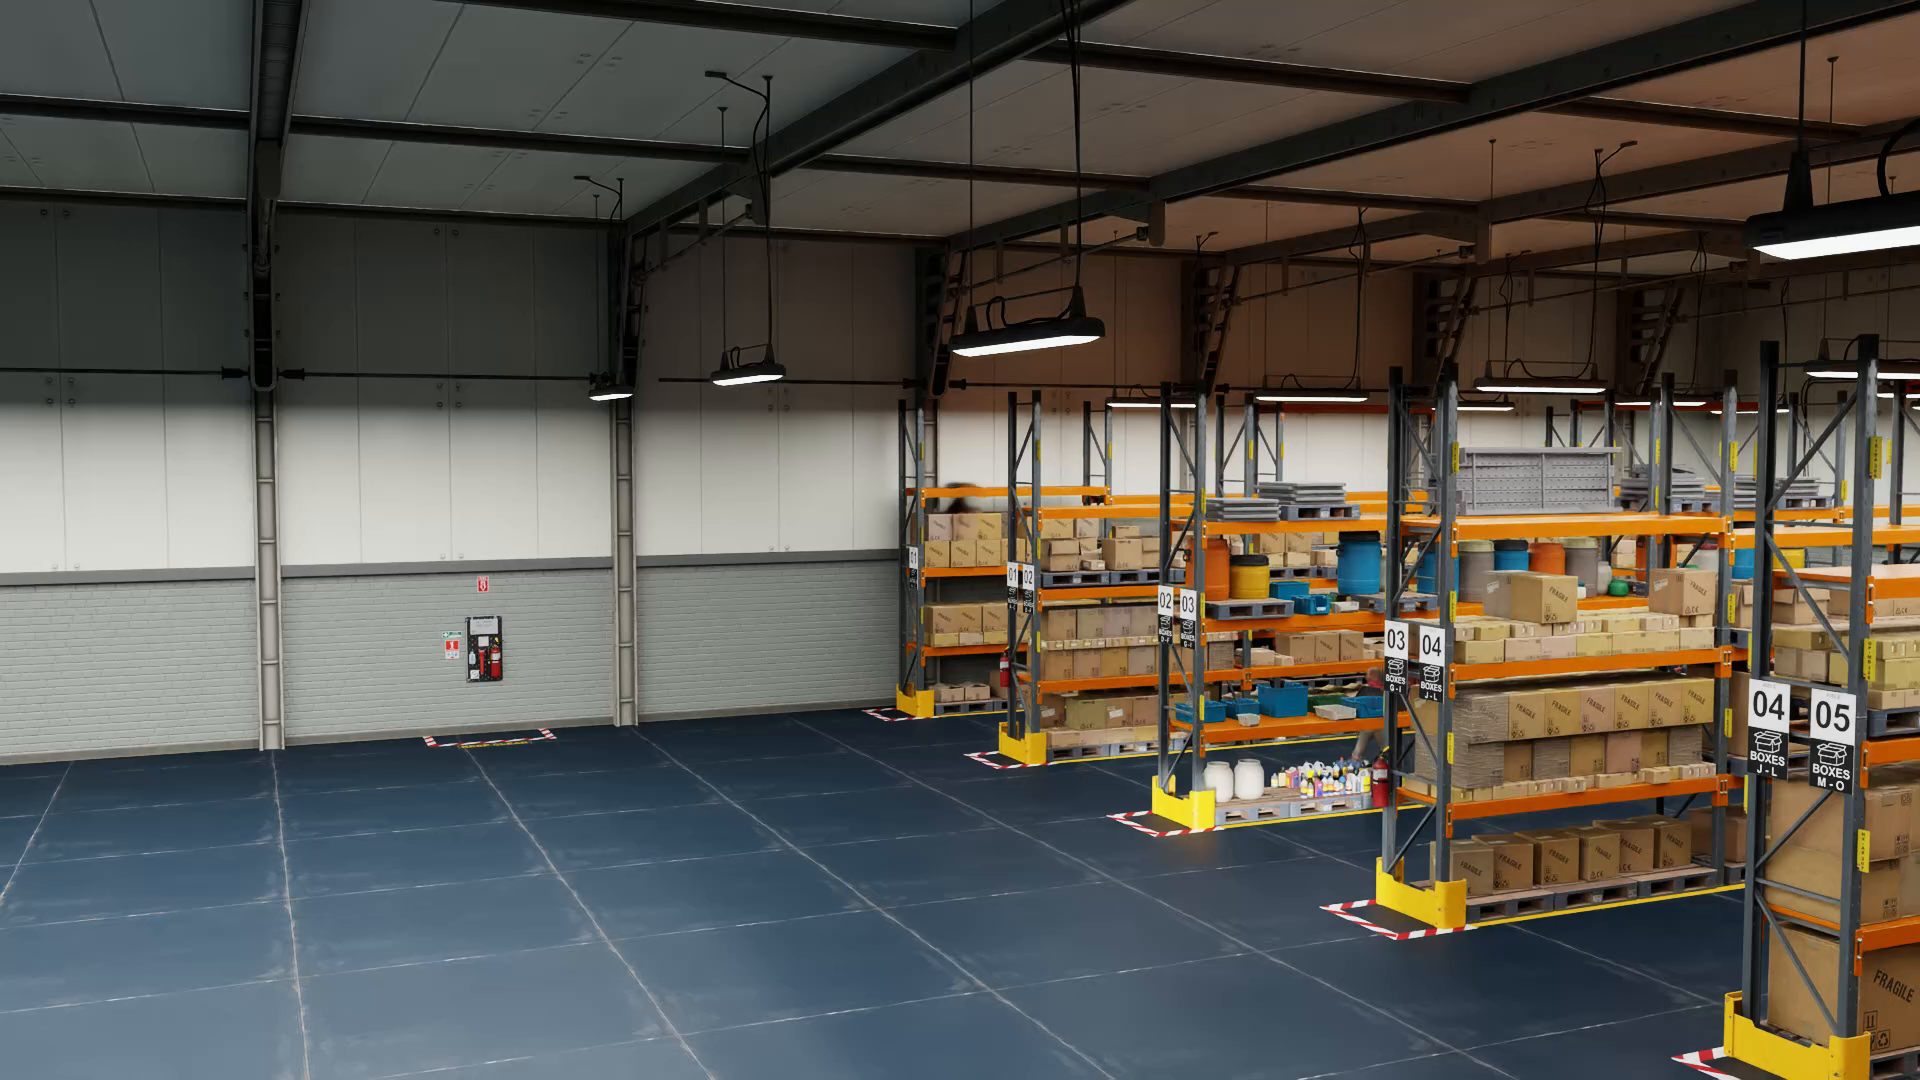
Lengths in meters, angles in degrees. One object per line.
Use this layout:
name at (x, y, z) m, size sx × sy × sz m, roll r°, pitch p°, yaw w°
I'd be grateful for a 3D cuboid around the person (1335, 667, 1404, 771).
person at (6.376, 2.797, 25.865) m, size 1.046 × 1.662 × 0.532 m, roll 1°, pitch 3°, yaw 15°

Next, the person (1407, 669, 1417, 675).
person at (8.932, 2.379, 33.001) m, size 0.829 × 1.765 × 0.633 m, roll -1°, pitch 4°, yaw -19°
